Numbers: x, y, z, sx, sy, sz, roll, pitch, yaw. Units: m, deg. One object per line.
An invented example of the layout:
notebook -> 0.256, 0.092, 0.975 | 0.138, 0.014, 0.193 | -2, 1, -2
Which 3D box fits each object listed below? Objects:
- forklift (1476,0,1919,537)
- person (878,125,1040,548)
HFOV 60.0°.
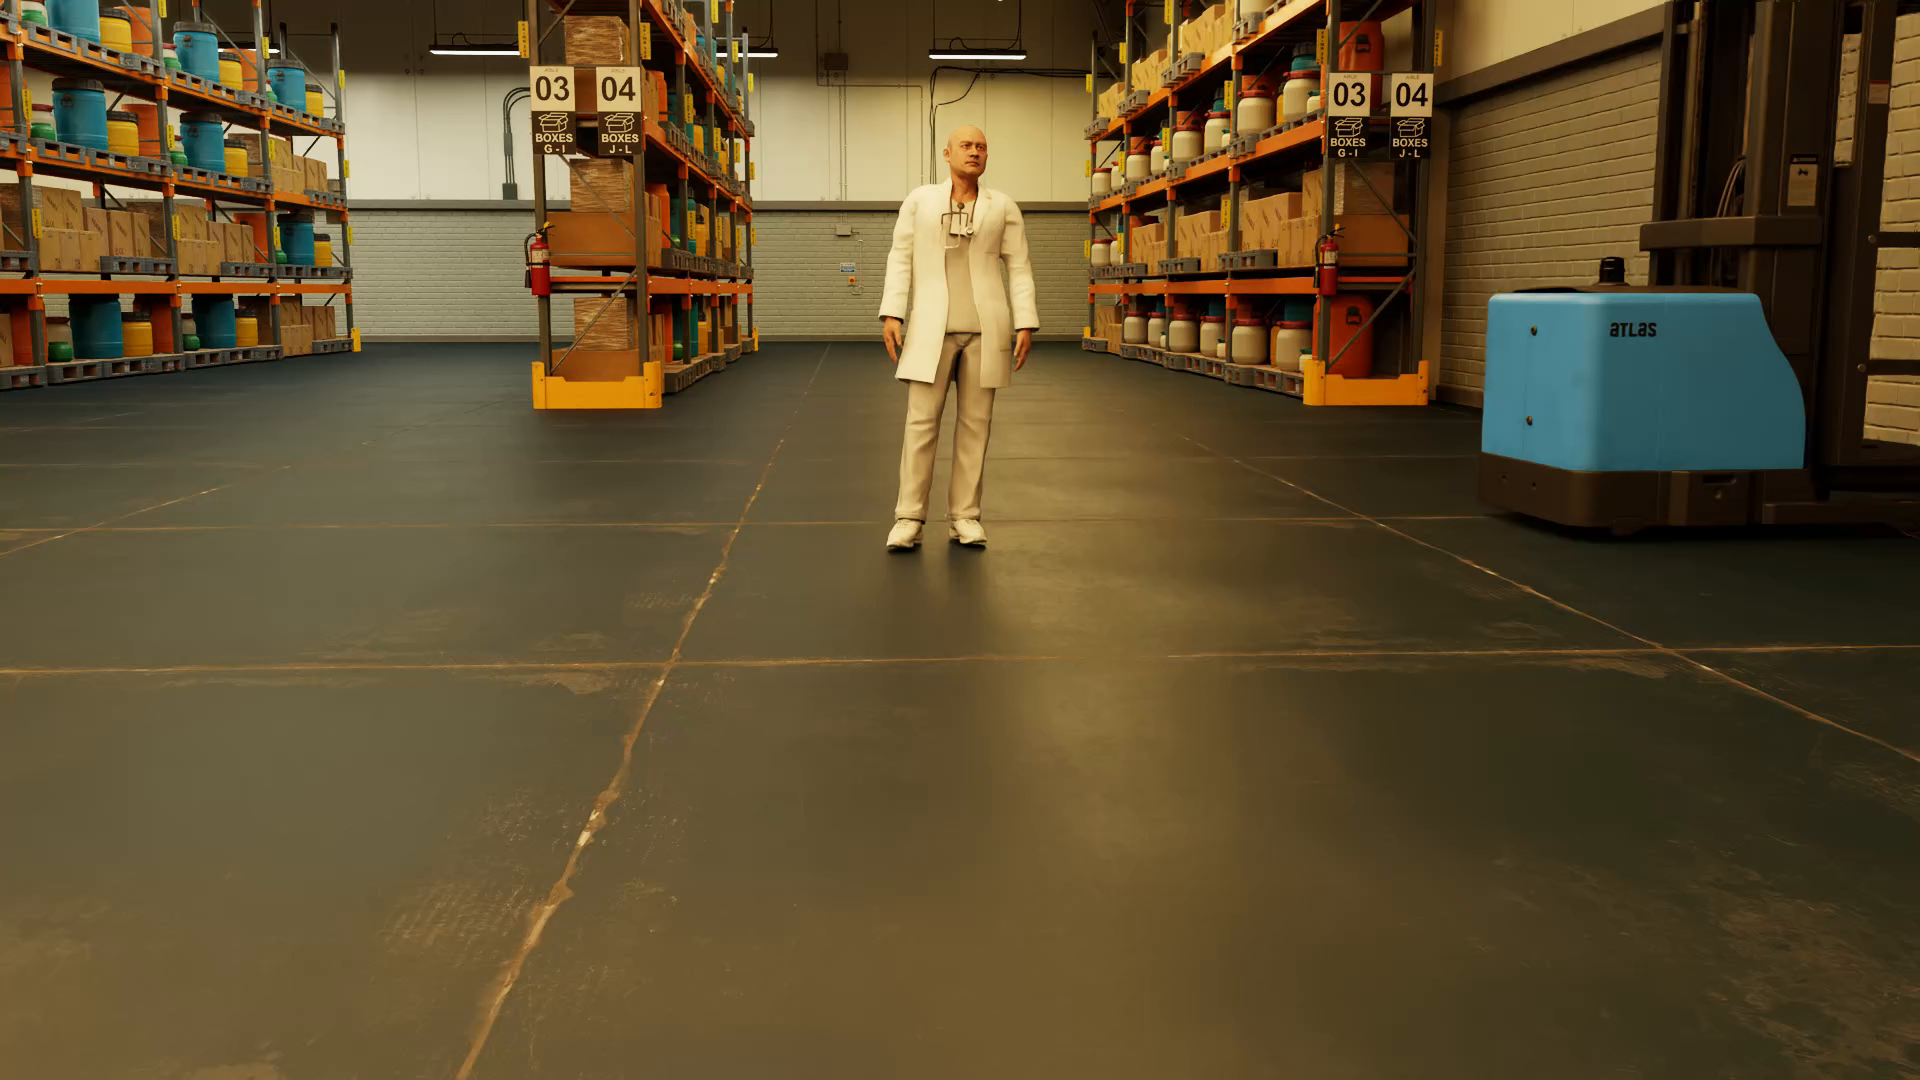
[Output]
forklift -> 4.079, -1.537, 7.682 | 3.031, 2.935, 1.130 | -1, 9, -8
person -> 0.002, -0.872, 7.088 | 0.696, 1.777, 0.578 | -1, 8, -4
